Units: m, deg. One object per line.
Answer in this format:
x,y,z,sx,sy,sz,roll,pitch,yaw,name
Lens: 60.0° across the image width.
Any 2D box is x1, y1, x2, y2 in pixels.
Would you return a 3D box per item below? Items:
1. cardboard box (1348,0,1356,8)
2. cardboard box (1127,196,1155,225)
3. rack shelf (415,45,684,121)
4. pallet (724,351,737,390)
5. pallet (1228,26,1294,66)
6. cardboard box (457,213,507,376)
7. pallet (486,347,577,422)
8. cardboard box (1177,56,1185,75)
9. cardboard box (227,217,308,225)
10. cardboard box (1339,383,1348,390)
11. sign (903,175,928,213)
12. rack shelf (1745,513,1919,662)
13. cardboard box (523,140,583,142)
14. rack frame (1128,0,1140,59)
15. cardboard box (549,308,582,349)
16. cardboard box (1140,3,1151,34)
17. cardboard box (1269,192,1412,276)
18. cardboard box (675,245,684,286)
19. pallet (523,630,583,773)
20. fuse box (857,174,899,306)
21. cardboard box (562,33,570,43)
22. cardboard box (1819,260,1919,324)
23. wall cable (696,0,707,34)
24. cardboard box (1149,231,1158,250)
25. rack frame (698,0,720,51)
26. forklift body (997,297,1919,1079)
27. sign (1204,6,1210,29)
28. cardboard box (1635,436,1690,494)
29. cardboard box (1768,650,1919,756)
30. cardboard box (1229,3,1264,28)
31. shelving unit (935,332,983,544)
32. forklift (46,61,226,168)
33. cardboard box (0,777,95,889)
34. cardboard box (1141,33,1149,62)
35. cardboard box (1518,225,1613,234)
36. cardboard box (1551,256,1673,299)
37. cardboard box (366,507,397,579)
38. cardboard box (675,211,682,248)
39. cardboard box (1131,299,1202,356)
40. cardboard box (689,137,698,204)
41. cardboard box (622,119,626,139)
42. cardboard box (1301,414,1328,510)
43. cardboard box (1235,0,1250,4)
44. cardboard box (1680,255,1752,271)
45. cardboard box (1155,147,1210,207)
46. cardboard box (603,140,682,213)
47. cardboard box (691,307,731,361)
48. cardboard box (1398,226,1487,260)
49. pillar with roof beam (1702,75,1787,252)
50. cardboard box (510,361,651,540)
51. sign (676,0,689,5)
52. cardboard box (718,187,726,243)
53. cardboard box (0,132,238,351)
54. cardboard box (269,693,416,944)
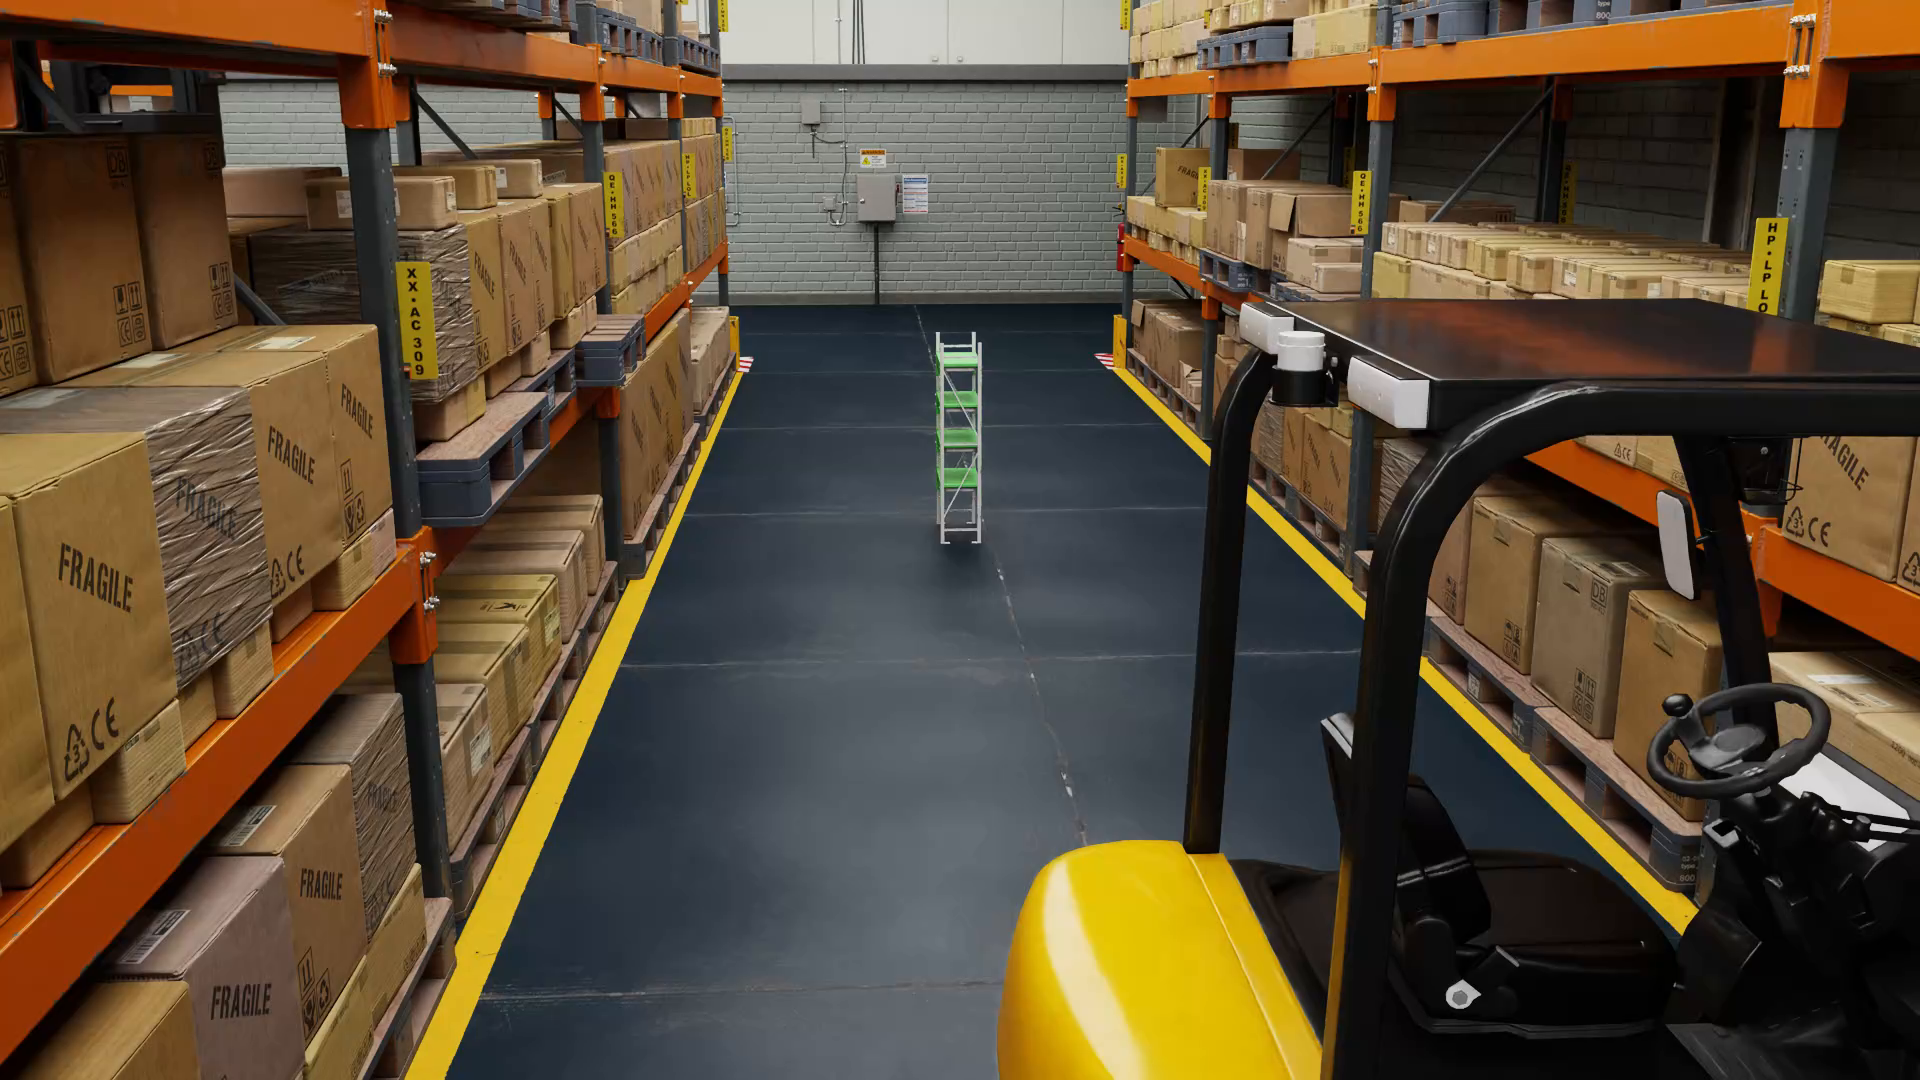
2.394,-3.043,9.316,0.380,0.149,0.250,-1,14,-2,cardboard box
1.907,-3.199,16.144,0.500,0.250,0.500,-1,14,-3,cardboard box
-2.434,-2.779,10.232,1.077,0.370,4.000,-1,14,-3,rack shelf
-2.678,-1.619,15.895,1.003,0.211,1.213,-1,14,-3,pallet
2.434,-3.190,10.764,1.213,0.211,1.003,-1,14,-3,pallet
-1.837,-0.824,5.570,0.500,0.500,0.500,-1,14,-3,cardboard box
-2.147,-0.593,6.696,1.003,0.211,1.213,-1,14,-3,pallet
2.039,-3.984,13.977,0.380,0.149,0.250,-1,14,-3,cardboard box
-2.352,-0.813,5.527,0.500,0.500,0.500,-1,14,-3,cardboard box
2.369,-0.881,10.302,0.380,0.149,0.250,0,14,-2,cardboard box
-0.593,-4.578,21.992,0.329,0.494,0.001,-1,14,-3,sign
3.015,0.585,3.175,1.077,0.370,4.000,-1,14,-3,rack shelf
-2.818,-2.591,11.870,0.500,0.500,0.500,-1,14,-3,cardboard box
2.148,-6.150,15.870,1.000,3.000,0.127,-1,14,-3,rack frame
-1.867,-0.923,7.255,0.380,0.149,0.250,-1,14,-2,cardboard box
1.938,-4.770,15.226,0.500,0.250,0.500,-1,14,-4,cardboard box
2.358,-1.912,10.386,0.797,0.503,0.637,-1,14,-5,cardboard box
-2.279,-1.992,12.050,0.500,0.250,0.500,-1,14,-5,cardboard box
-2.191,0.670,6.999,1.003,0.211,1.213,-1,14,-3,pallet
-1.073,-3.941,21.911,0.539,1.711,0.414,-1,14,-3,fuse box
-2.081,-2.434,7.949,0.380,0.149,0.250,-1,14,-3,cardboard box
2.615,-0.683,4.562,0.380,0.149,0.250,-1,14,-2,cardboard box
-3.440,-7.483,21.050,0.463,3.000,0.029,-1,14,-3,wall cable
1.925,-2.716,15.066,0.380,0.149,0.250,-1,14,-5,cardboard box
-2.806,-6.073,15.569,1.000,3.000,0.127,-1,14,-3,rack frame
1.201,0.702,2.981,2.313,2.155,1.214,-1,14,-3,forklift body
1.855,-3.943,12.273,0.100,0.325,0.005,-1,14,-3,sign
2.599,-0.309,5.509,0.500,0.250,0.500,-1,14,-2,cardboard box
2.608,0.509,4.698,0.500,0.250,0.500,-1,14,-4,cardboard box
2.043,-3.562,11.290,0.380,0.149,0.250,-1,14,-3,cardboard box
-0.010,-0.622,10.037,0.258,1.200,0.503,-1,14,-3,shelving unit
-5.028,-1.497,9.962,1.130,2.935,3.031,0,14,-1,forklift
-1.677,0.458,2.732,0.380,0.149,0.250,-1,14,-5,cardboard box
1.955,-4.528,15.290,0.500,0.250,0.500,-1,14,-2,cardboard box
2.994,-1.477,8.243,0.380,0.149,0.250,-1,14,-2,cardboard box
2.540,-1.022,6.475,0.380,0.149,0.250,-1,14,-3,cardboard box
-1.738,0.014,4.456,0.380,0.149,0.250,-1,14,-4,cardboard box
-2.288,-2.236,11.995,0.500,0.250,0.500,-1,14,-3,cardboard box
2.091,-2.086,16.279,0.797,0.503,0.637,-1,15,-6,cardboard box
-2.371,-2.953,13.276,0.500,0.500,0.500,-1,14,-4,cardboard box
-2.808,-3.220,13.013,0.380,0.149,0.250,-1,14,-3,cardboard box
2.382,-0.474,10.024,0.500,0.500,0.500,-1,14,-4,cardboard box
2.080,-3.703,11.243,0.380,0.149,0.250,-1,14,-4,cardboard box
3.058,-1.032,6.513,0.380,0.149,0.250,-1,14,-4,cardboard box
2.001,-3.189,14.601,0.500,0.500,0.500,-1,14,-2,cardboard box
-2.280,-2.598,11.896,0.500,0.500,0.500,0,14,-2,cardboard box
-2.665,-1.967,15.951,0.875,0.438,0.875,-1,14,-5,cardboard box
2.387,-1.468,8.208,0.380,0.149,0.250,-1,14,-2,cardboard box
-0.673,-3.784,6.673,9.100,9.000,0.400,-1,14,-3,pillar with roof beam
-2.270,-0.525,9.468,0.875,0.875,0.875,-1,14,-4,cardboard box
-2.017,-4.039,12.014,0.100,0.325,0.005,-1,14,-3,sign
-2.512,-3.100,15.853,0.500,0.500,0.500,-1,14,-3,cardboard box
-2.252,-0.747,4.105,0.700,0.500,0.500,-1,14,-4,cardboard box
-1.758,0.725,4.358,0.500,0.500,0.500,-1,14,-4,cardboard box
